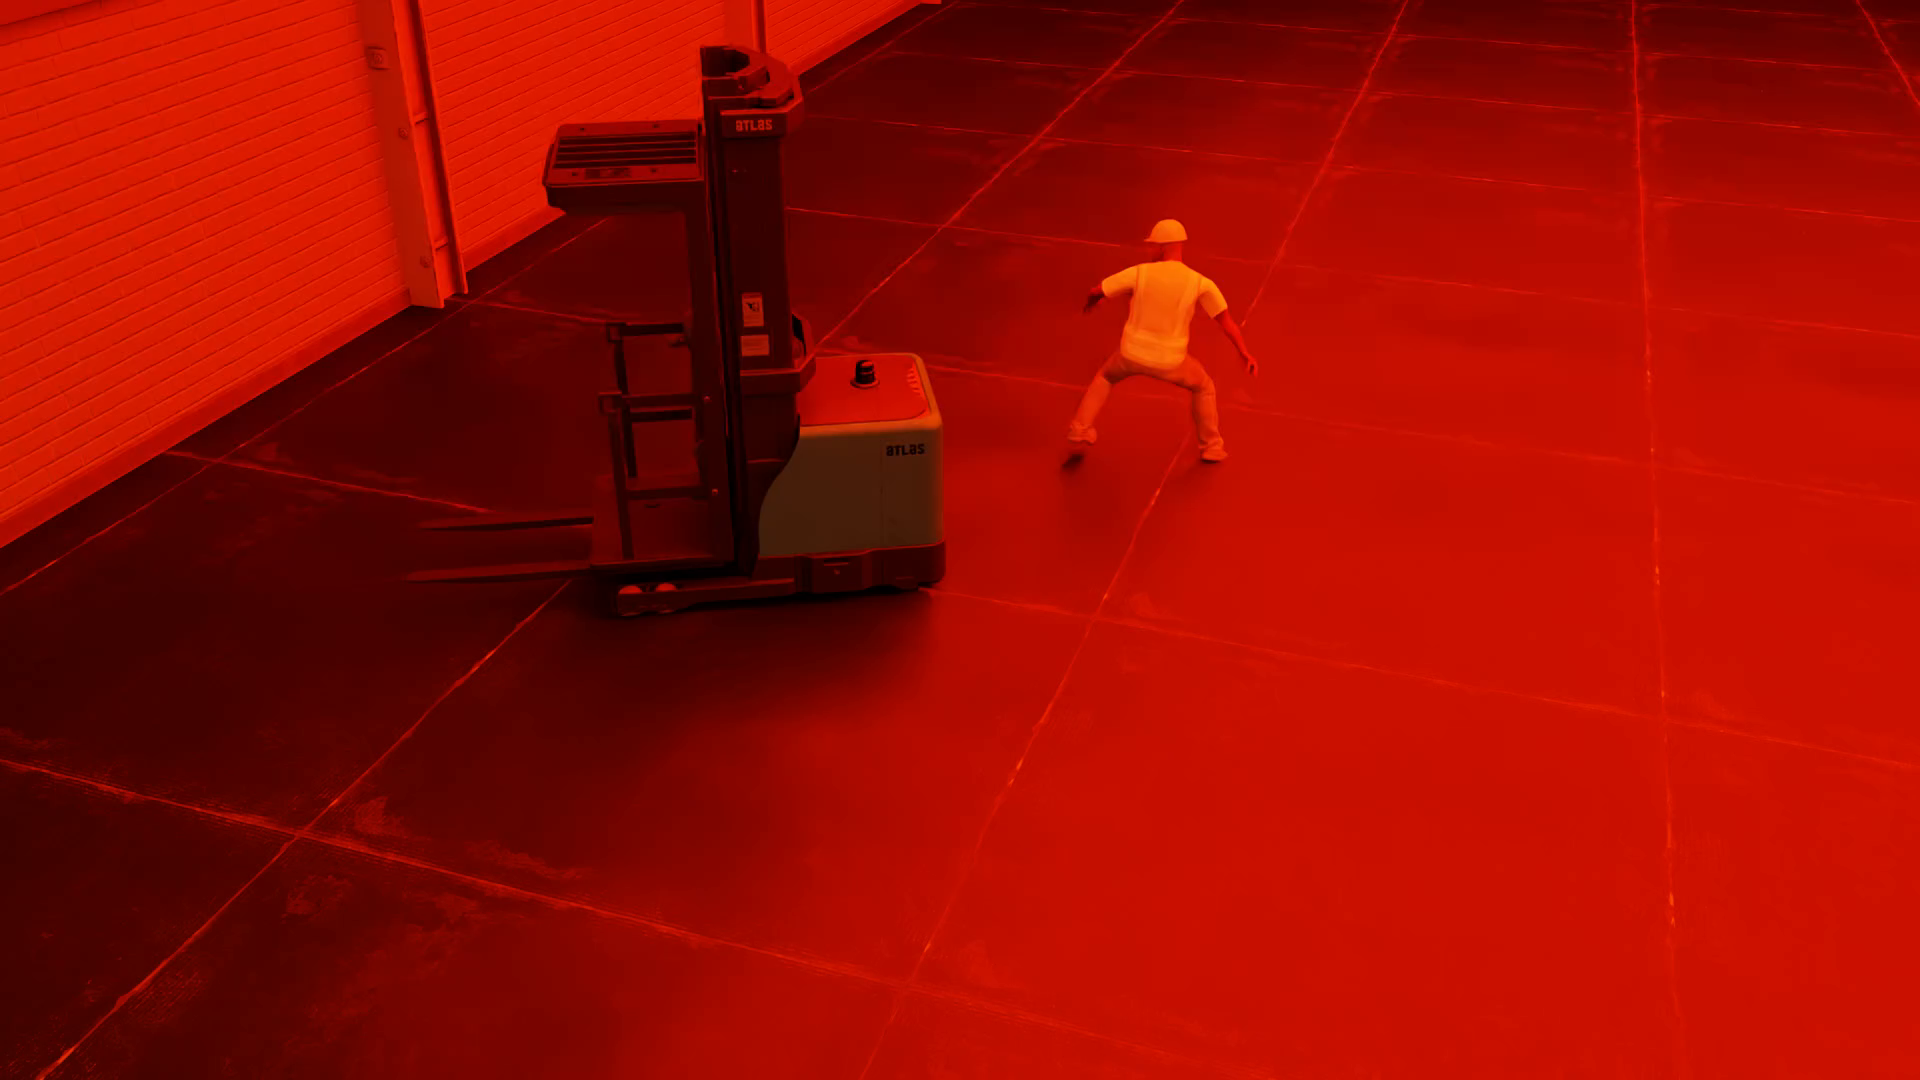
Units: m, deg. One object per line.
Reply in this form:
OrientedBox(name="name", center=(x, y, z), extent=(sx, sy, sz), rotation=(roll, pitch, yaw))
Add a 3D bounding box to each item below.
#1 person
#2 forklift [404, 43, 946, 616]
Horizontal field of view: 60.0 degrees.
OrientedBox(name="person", center=(1.338, -1.214, 10.681), extent=(1.224, 1.675, 0.556), rotation=(10, 31, 16))
OrientedBox(name="forklift", center=(-1.643, -1.126, 9.112), extent=(3.031, 2.935, 1.130), rotation=(-4, 30, -7))
